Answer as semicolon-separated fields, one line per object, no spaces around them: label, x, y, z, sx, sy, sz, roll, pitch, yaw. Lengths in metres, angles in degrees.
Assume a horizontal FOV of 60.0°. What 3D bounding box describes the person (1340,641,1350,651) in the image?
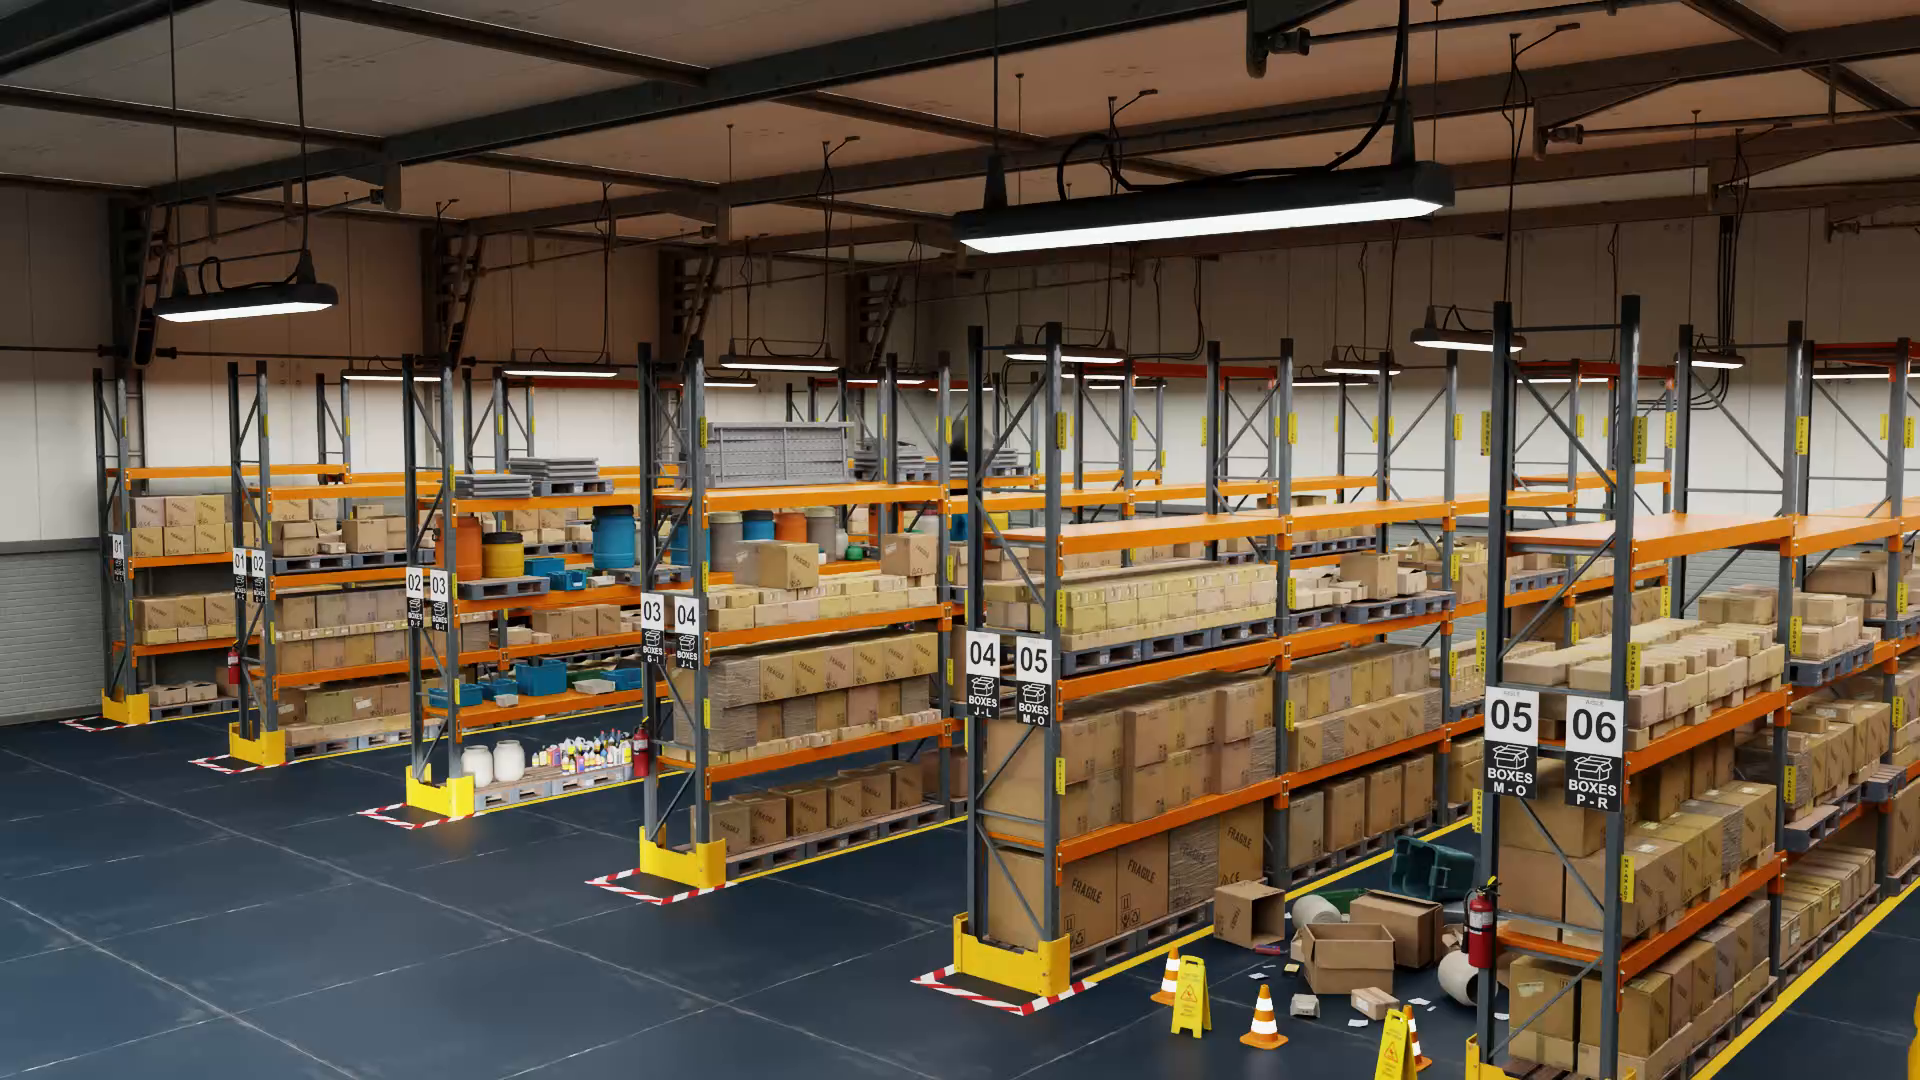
person;6.273;2.389;26.743;0.721;1.601;0.566;-2;5;-29
